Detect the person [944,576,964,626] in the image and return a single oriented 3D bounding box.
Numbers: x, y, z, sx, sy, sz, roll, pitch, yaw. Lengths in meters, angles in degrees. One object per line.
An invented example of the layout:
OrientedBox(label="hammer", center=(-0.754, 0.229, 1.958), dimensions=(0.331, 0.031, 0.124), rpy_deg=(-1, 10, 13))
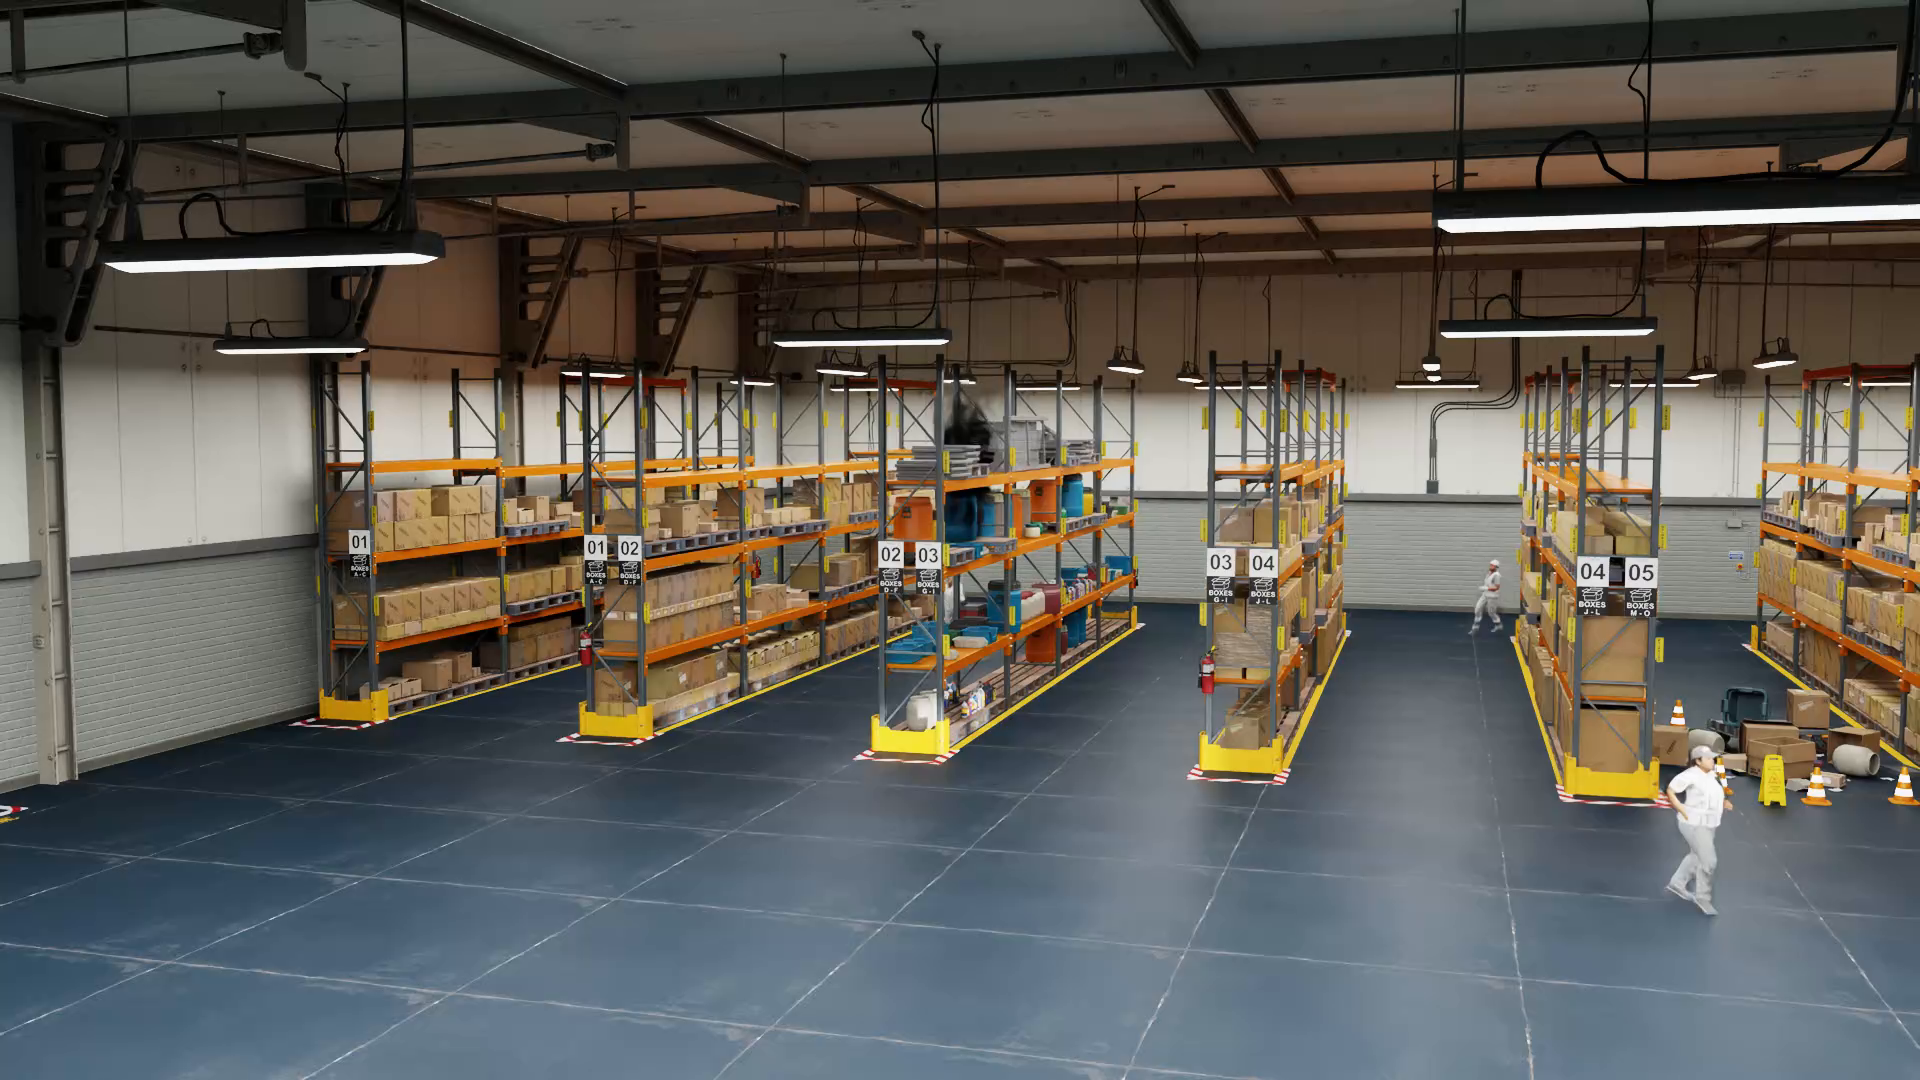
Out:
OrientedBox(label="person", center=(-0.208, 1.554, 36.420), dimensions=(0.623, 1.669, 0.846), rpy_deg=(0, 4, 6))

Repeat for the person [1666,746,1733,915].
OrientedBox(label="person", center=(7.593, 2.971, 17.105), dimensions=(0.592, 1.736, 0.671), rpy_deg=(-3, 5, -38))

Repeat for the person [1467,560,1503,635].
OrientedBox(label="person", center=(12.315, 1.339, 38.682), dimensions=(0.889, 1.777, 0.693), rpy_deg=(-1, 4, -13))
